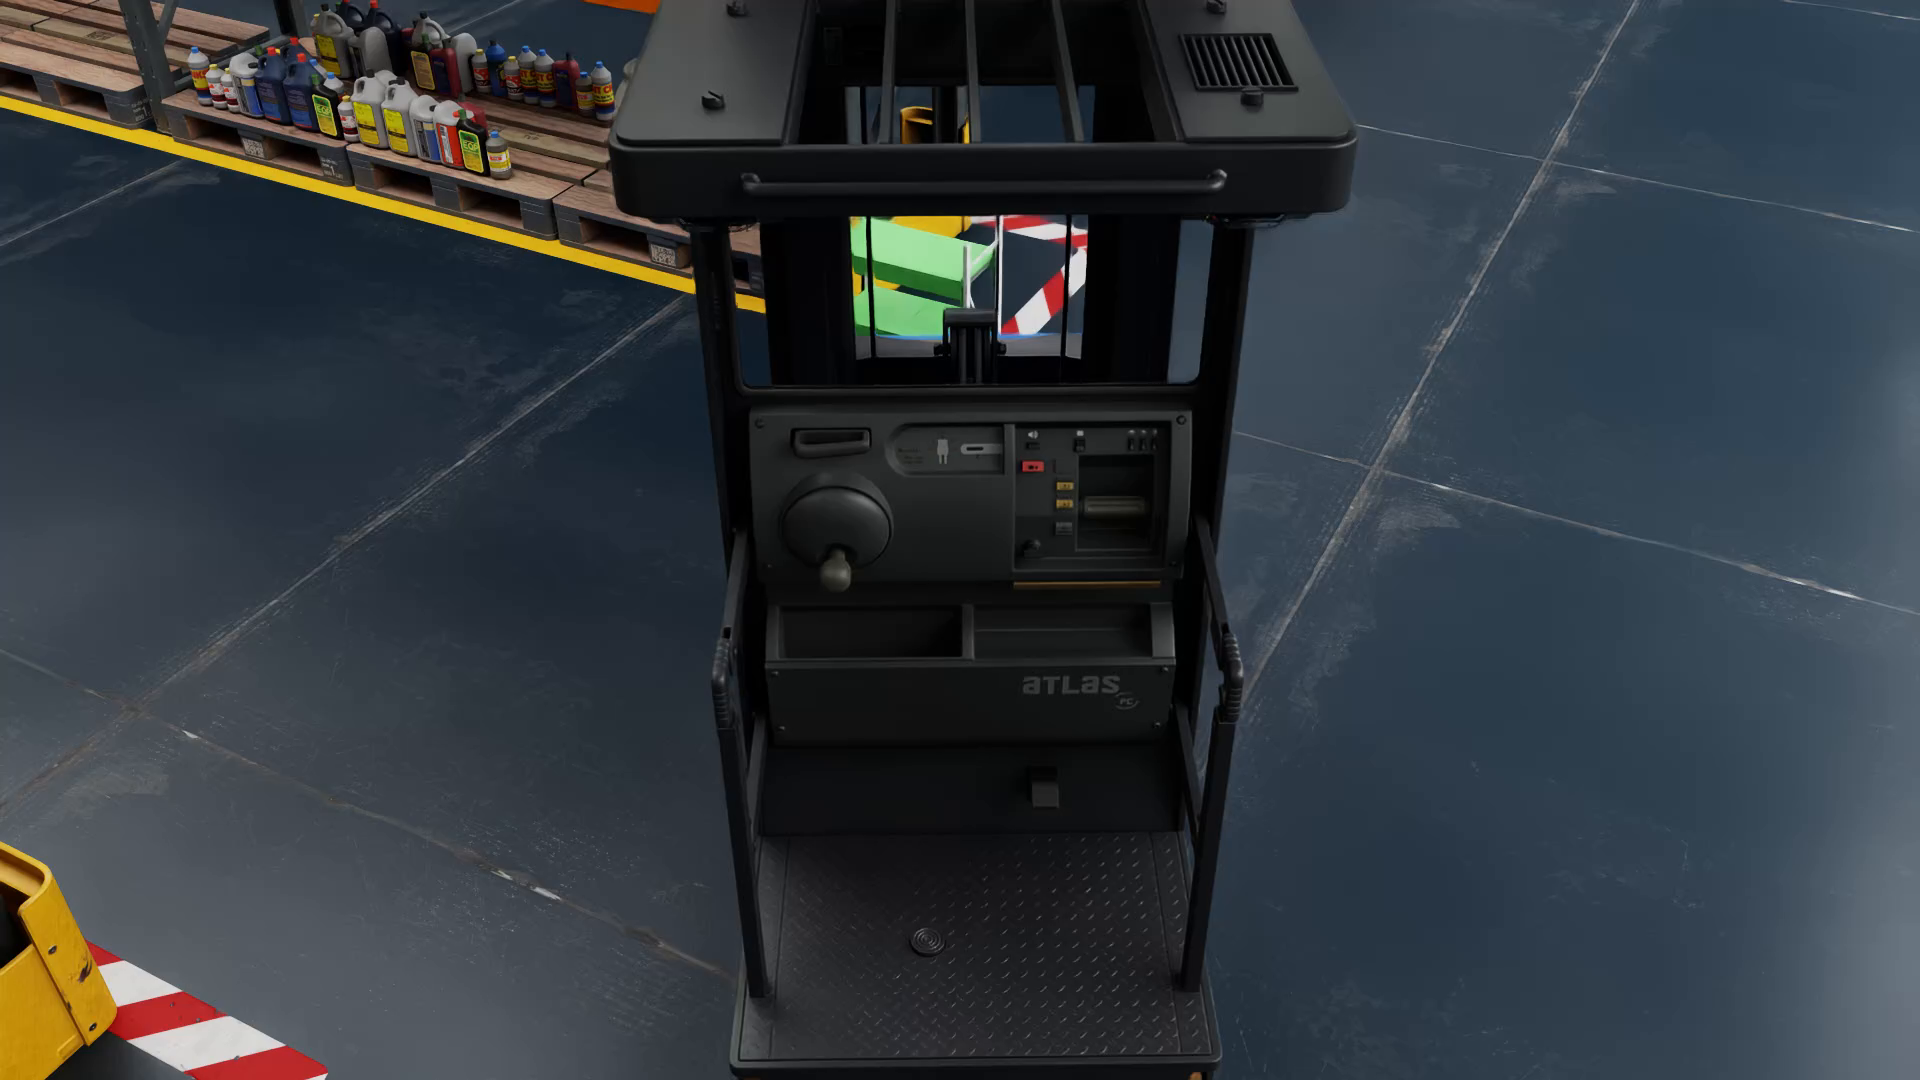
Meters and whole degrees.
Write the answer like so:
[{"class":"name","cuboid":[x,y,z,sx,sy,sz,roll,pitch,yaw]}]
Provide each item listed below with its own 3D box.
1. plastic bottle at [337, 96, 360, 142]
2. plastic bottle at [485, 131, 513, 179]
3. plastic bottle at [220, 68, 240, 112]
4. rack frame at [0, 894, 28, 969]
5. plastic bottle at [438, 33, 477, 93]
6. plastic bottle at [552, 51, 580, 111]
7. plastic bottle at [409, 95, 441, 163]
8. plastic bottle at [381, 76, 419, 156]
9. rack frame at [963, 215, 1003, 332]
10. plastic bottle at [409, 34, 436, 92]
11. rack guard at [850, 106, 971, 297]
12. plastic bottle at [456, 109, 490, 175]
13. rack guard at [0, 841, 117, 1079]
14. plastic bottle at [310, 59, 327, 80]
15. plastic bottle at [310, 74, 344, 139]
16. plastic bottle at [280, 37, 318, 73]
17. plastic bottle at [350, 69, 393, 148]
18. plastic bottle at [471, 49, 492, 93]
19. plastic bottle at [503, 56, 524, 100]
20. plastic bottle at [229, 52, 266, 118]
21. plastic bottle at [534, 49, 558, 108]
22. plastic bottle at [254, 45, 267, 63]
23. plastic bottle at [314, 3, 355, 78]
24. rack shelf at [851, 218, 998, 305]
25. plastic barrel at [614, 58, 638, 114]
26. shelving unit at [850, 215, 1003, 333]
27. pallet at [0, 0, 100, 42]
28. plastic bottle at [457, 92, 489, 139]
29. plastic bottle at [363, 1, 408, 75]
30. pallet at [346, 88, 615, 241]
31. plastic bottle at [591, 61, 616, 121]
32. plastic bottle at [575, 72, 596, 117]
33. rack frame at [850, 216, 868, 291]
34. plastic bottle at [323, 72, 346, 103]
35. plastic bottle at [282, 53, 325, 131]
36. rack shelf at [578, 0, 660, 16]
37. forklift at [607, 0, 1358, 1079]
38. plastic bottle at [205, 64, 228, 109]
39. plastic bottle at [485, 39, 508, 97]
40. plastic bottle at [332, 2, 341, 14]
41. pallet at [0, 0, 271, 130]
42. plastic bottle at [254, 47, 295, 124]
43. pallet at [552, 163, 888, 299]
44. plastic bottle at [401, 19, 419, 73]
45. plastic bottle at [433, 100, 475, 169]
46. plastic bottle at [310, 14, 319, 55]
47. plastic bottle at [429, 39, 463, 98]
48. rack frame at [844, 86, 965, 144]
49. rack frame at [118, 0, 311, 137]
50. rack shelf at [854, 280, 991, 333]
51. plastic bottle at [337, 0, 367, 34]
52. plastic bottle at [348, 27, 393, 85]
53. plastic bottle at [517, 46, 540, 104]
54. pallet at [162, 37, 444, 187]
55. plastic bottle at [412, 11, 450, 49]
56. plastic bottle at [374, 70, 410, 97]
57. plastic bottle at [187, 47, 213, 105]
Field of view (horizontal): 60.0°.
[{"class":"plastic bottle","cuboid":[-2.875,-1.993,7.846,0.097,0.201,0.097,0,37,0]},{"class":"plastic bottle","cuboid":[-2.090,-1.748,7.522,0.097,0.201,0.097,0,37,0]},{"class":"plastic bottle","cuboid":[-3.547,-2.204,8.123,0.097,0.201,0.097,0,37,0]},{"class":"rack frame","cuboid":[-2.538,0.247,2.944,0.127,3.000,1.000,17,41,21]},{"class":"plastic bottle","cuboid":[-2.505,-2.399,8.319,0.135,0.276,0.152,18,41,22]},{"class":"plastic bottle","cuboid":[-1.916,-2.249,8.115,0.133,0.283,0.061,18,41,22]},{"class":"plastic bottle","cuboid":[-2.424,-1.901,7.662,0.135,0.276,0.152,16,40,20]},{"class":"plastic bottle","cuboid":[-2.573,-1.974,7.697,0.185,0.351,0.144,19,41,23]},{"class":"rack frame","cuboid":[0.070,-0.456,5.358,0.015,1.200,0.240,17,41,21]},{"class":"plastic bottle","cuboid":[-2.672,-2.387,8.297,0.133,0.283,0.061,17,41,21]},{"class":"rack guard","cuboid":[-0.346,-1.412,7.196,0.348,0.500,1.175,17,41,21]},{"class":"plastic bottle","cuboid":[-2.202,-1.803,7.527,0.133,0.283,0.061,18,41,23]},{"class":"rack guard","cuboid":[-2.517,1.249,3.691,0.348,0.500,1.175,17,41,21]},{"class":"plastic bottle","cuboid":[-3.099,-2.190,8.046,0.097,0.271,0.097,0,37,0]},{"class":"plastic bottle","cuboid":[-2.988,-2.049,7.851,0.133,0.283,0.061,19,41,23]},{"class":"plastic bottle","cuboid":[-3.217,-2.274,8.092,0.185,0.351,0.144,17,41,21]},{"class":"plastic bottle","cuboid":[-2.738,-2.026,7.765,0.185,0.351,0.144,17,40,21]},{"class":"plastic bottle","cuboid":[-2.387,-2.352,8.318,0.097,0.201,0.097,0,37,0]},{"class":"plastic bottle","cuboid":[-2.205,-2.294,8.242,0.097,0.201,0.097,0,37,0]},{"class":"plastic bottle","cuboid":[-3.428,-2.215,8.076,0.135,0.276,0.152,19,41,23]},{"class":"plastic bottle","cuboid":[-2.028,-2.267,8.148,0.097,0.271,0.097,0,37,0]},{"class":"plastic bottle","cuboid":[-3.380,-2.275,8.149,0.133,0.283,0.061,17,41,21]},{"class":"plastic bottle","cuboid":[-3.171,-2.542,8.445,0.185,0.351,0.144,17,41,21]},{"class":"rack shelf","cuboid":[-0.147,-0.855,5.196,0.480,0.148,0.258,17,41,21]},{"class":"plastic barrel","cuboid":[-1.322,-1.869,7.442,0.421,0.512,0.421,0,37,0]},{"class":"shelving unit","cuboid":[-0.147,-0.524,5.448,0.503,1.200,0.258,17,41,21]},{"class":"pallet","cuboid":[-5.612,-2.949,9.461,1.213,0.211,1.003,17,41,21]},{"class":"plastic bottle","cuboid":[-2.252,-1.922,7.684,0.133,0.283,0.061,17,41,21]},{"class":"plastic bottle","cuboid":[-2.934,-2.566,8.477,0.185,0.351,0.144,15,40,19]},{"class":"pallet","cuboid":[-2.144,-1.865,8.033,1.213,0.211,1.003,17,41,21]},{"class":"plastic bottle","cuboid":[-1.724,-2.172,8.023,0.097,0.271,0.097,0,37,0]},{"class":"plastic bottle","cuboid":[-1.816,-2.172,8.082,0.097,0.201,0.097,0,37,0]},{"class":"rack frame","cuboid":[-0.364,-0.592,5.537,0.015,1.200,0.240,17,41,21]},{"class":"plastic bottle","cuboid":[-2.968,-2.092,7.918,0.097,0.271,0.097,0,37,0]},{"class":"plastic bottle","cuboid":[-3.116,-2.144,7.921,0.185,0.351,0.144,16,40,20]},{"class":"rack shelf","cuboid":[-2.033,-2.681,7.396,4.000,0.370,1.077,17,41,21]},{"class":"forklift","cuboid":[0.028,-0.021,3.353,1.130,2.935,3.031,-1,37,-1]},{"class":"plastic bottle","cuboid":[-3.637,-2.232,8.160,0.097,0.201,0.097,0,37,0]},{"class":"plastic bottle","cuboid":[-2.297,-2.351,8.259,0.097,0.271,0.097,0,37,0]},{"class":"plastic bottle","cuboid":[-3.230,-2.660,8.657,0.133,0.283,0.061,19,41,24]},{"class":"pallet","cuboid":[-4.524,-2.611,9.015,1.213,0.211,1.003,17,41,21]},{"class":"plastic bottle","cuboid":[-3.283,-2.197,7.990,0.185,0.351,0.144,18,41,23]},{"class":"pallet","cuboid":[-1.065,-1.526,7.585,1.213,0.211,1.003,17,41,21]},{"class":"plastic bottle","cuboid":[-2.770,-2.516,8.467,0.133,0.283,0.061,20,42,24]},{"class":"plastic bottle","cuboid":[-2.301,-1.862,7.611,0.135,0.276,0.152,18,41,22]},{"class":"plastic bottle","cuboid":[-3.344,-2.651,8.712,0.097,0.201,0.097,0,37,0]},{"class":"plastic bottle","cuboid":[-2.553,-2.345,8.241,0.133,0.283,0.061,17,41,21]},{"class":"rack frame","cuboid":[-0.257,-2.412,6.446,0.127,3.000,1.000,17,41,21]},{"class":"rack frame","cuboid":[-3.809,-3.524,7.911,0.127,3.000,1.000,17,41,21]},{"class":"rack shelf","cuboid":[-0.147,-0.664,5.341,0.480,0.148,0.258,17,41,21]},{"class":"plastic bottle","cuboid":[-3.105,-2.620,8.547,0.185,0.351,0.144,16,40,20]},{"class":"plastic bottle","cuboid":[-2.980,-2.450,8.386,0.135,0.276,0.152,17,41,21]},{"class":"plastic bottle","cuboid":[-2.117,-2.295,8.185,0.097,0.271,0.097,0,37,0]},{"class":"pallet","cuboid":[-3.232,-2.204,8.479,1.213,0.211,1.003,17,41,21]},{"class":"plastic bottle","cuboid":[-2.647,-2.476,8.359,0.185,0.351,0.144,17,40,21]},{"class":"plastic bottle","cuboid":[-2.692,-2.083,7.902,0.135,0.276,0.152,17,41,21]},{"class":"plastic bottle","cuboid":[-3.728,-2.288,8.176,0.097,0.271,0.097,0,37,0]}]
